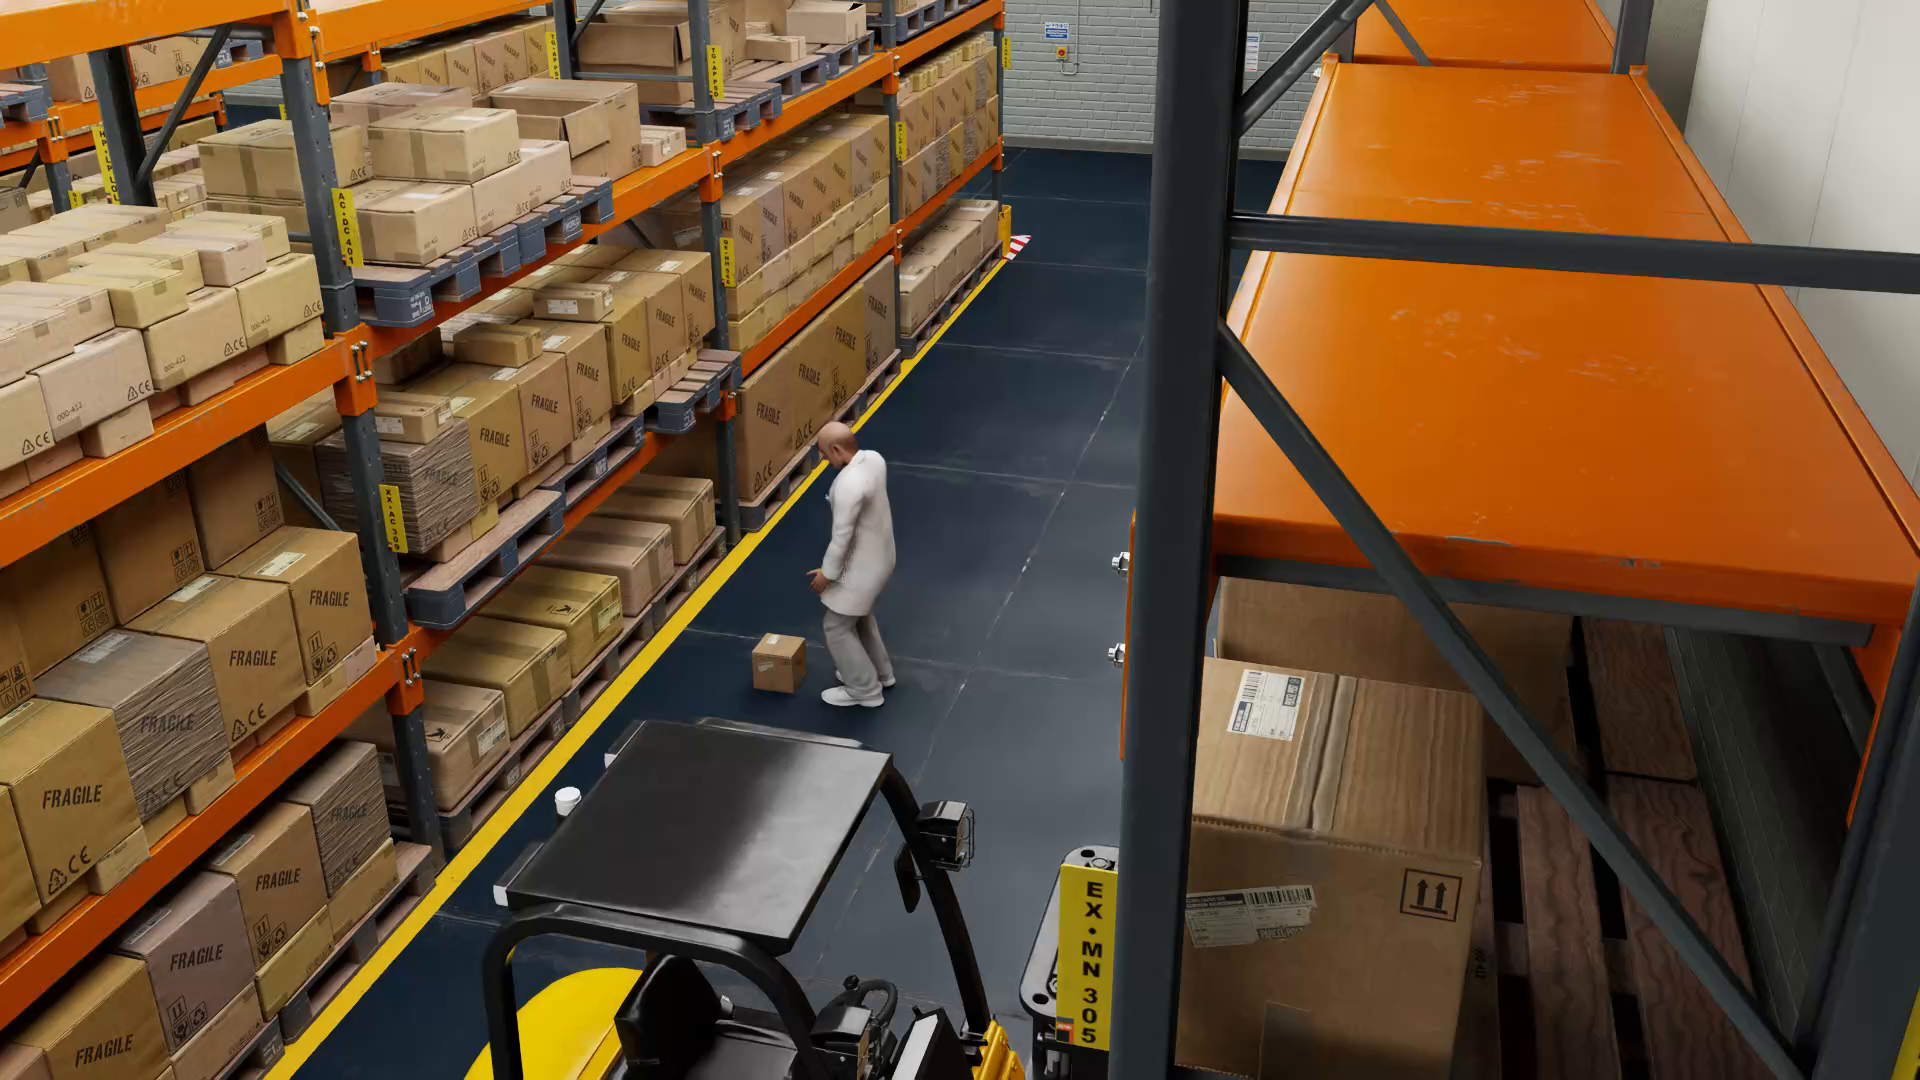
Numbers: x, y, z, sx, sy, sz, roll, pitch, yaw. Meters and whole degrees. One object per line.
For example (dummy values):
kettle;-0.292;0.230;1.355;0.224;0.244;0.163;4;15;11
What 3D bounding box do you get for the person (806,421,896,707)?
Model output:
person;-0.603;0.141;9.512;0.432;1.728;0.591;7;26;14
